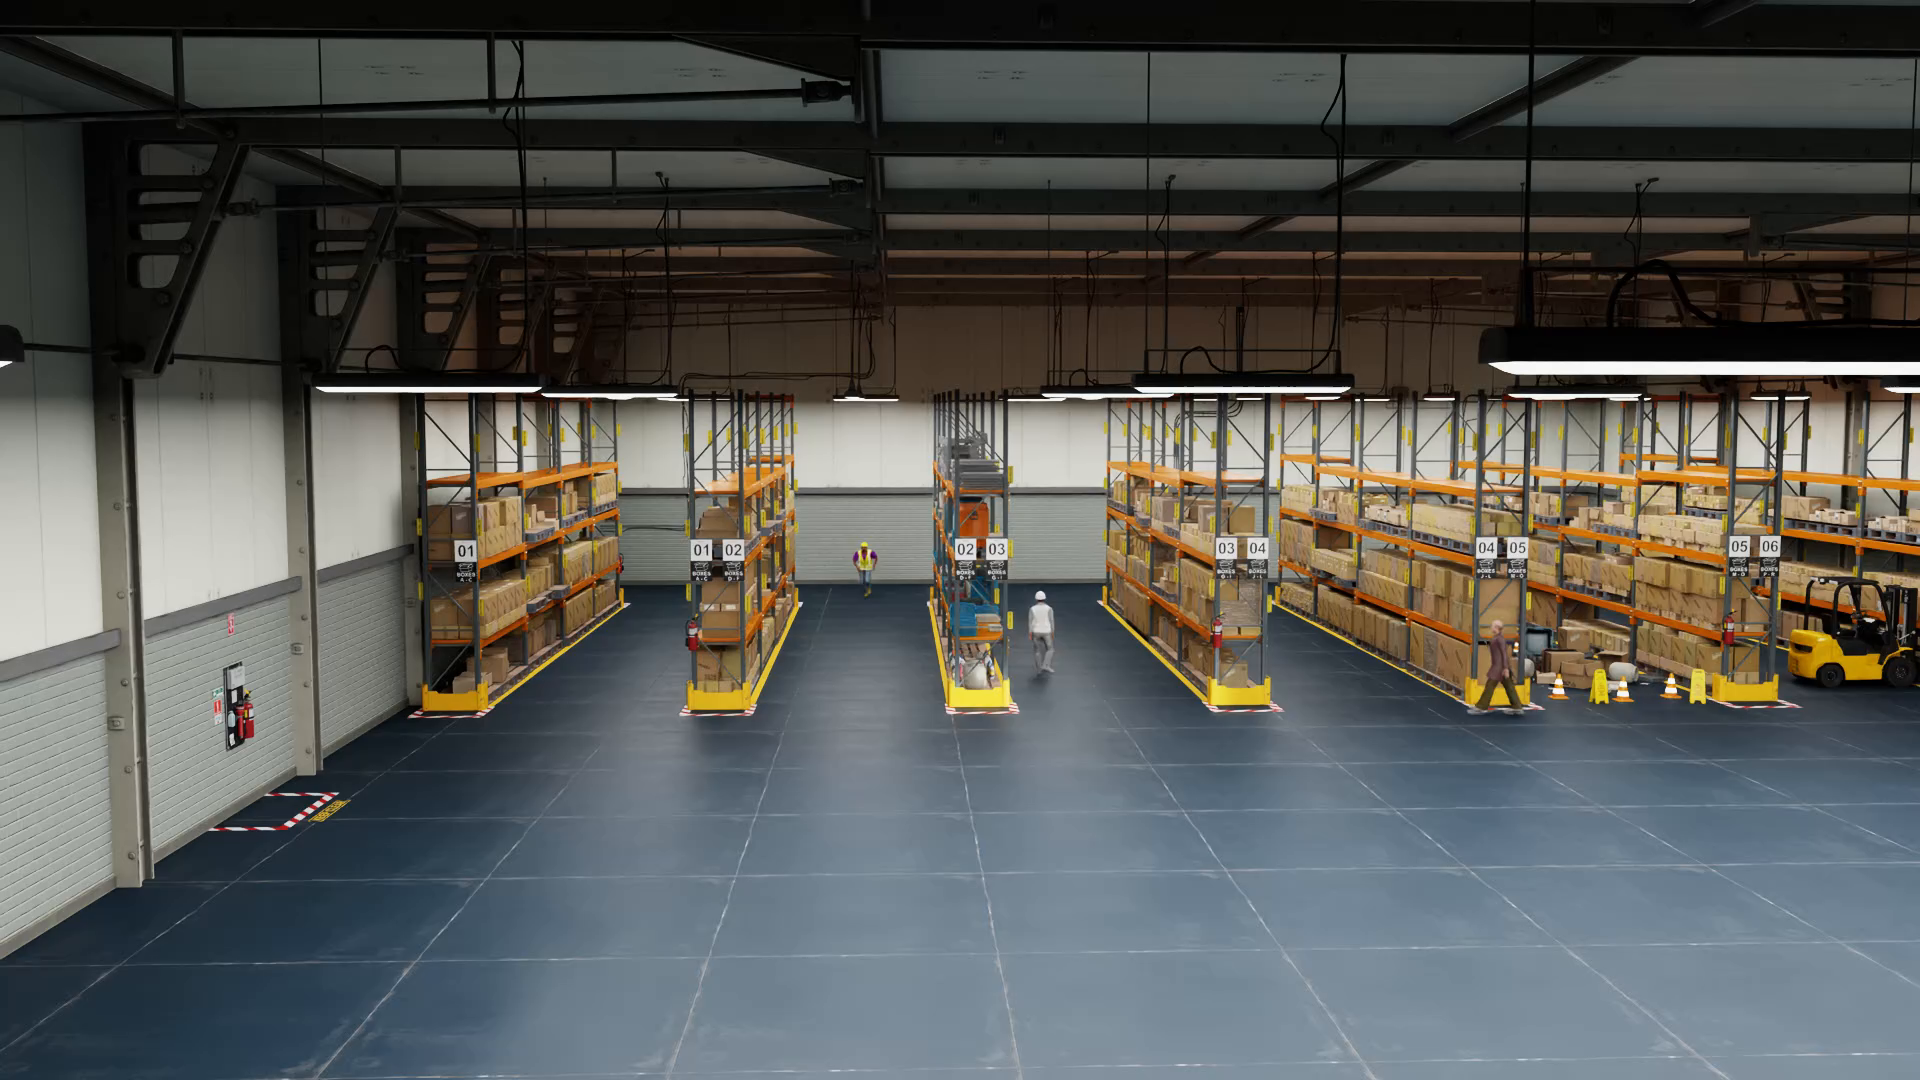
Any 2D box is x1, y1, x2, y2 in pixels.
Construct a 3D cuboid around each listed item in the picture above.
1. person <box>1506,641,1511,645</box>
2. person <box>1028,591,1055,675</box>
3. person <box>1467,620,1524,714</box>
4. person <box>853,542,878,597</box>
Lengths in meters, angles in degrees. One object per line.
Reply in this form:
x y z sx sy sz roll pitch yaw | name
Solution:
12.524 1.799 38.305 0.521 1.661 0.392 -2 5 -27 | person
1.728 1.971 35.246 0.572 1.773 0.535 1 5 7 | person
9.889 2.339 30.621 0.996 1.734 0.618 2 5 23 | person
-2.804 0.875 49.278 0.717 1.664 0.704 1 5 8 | person
